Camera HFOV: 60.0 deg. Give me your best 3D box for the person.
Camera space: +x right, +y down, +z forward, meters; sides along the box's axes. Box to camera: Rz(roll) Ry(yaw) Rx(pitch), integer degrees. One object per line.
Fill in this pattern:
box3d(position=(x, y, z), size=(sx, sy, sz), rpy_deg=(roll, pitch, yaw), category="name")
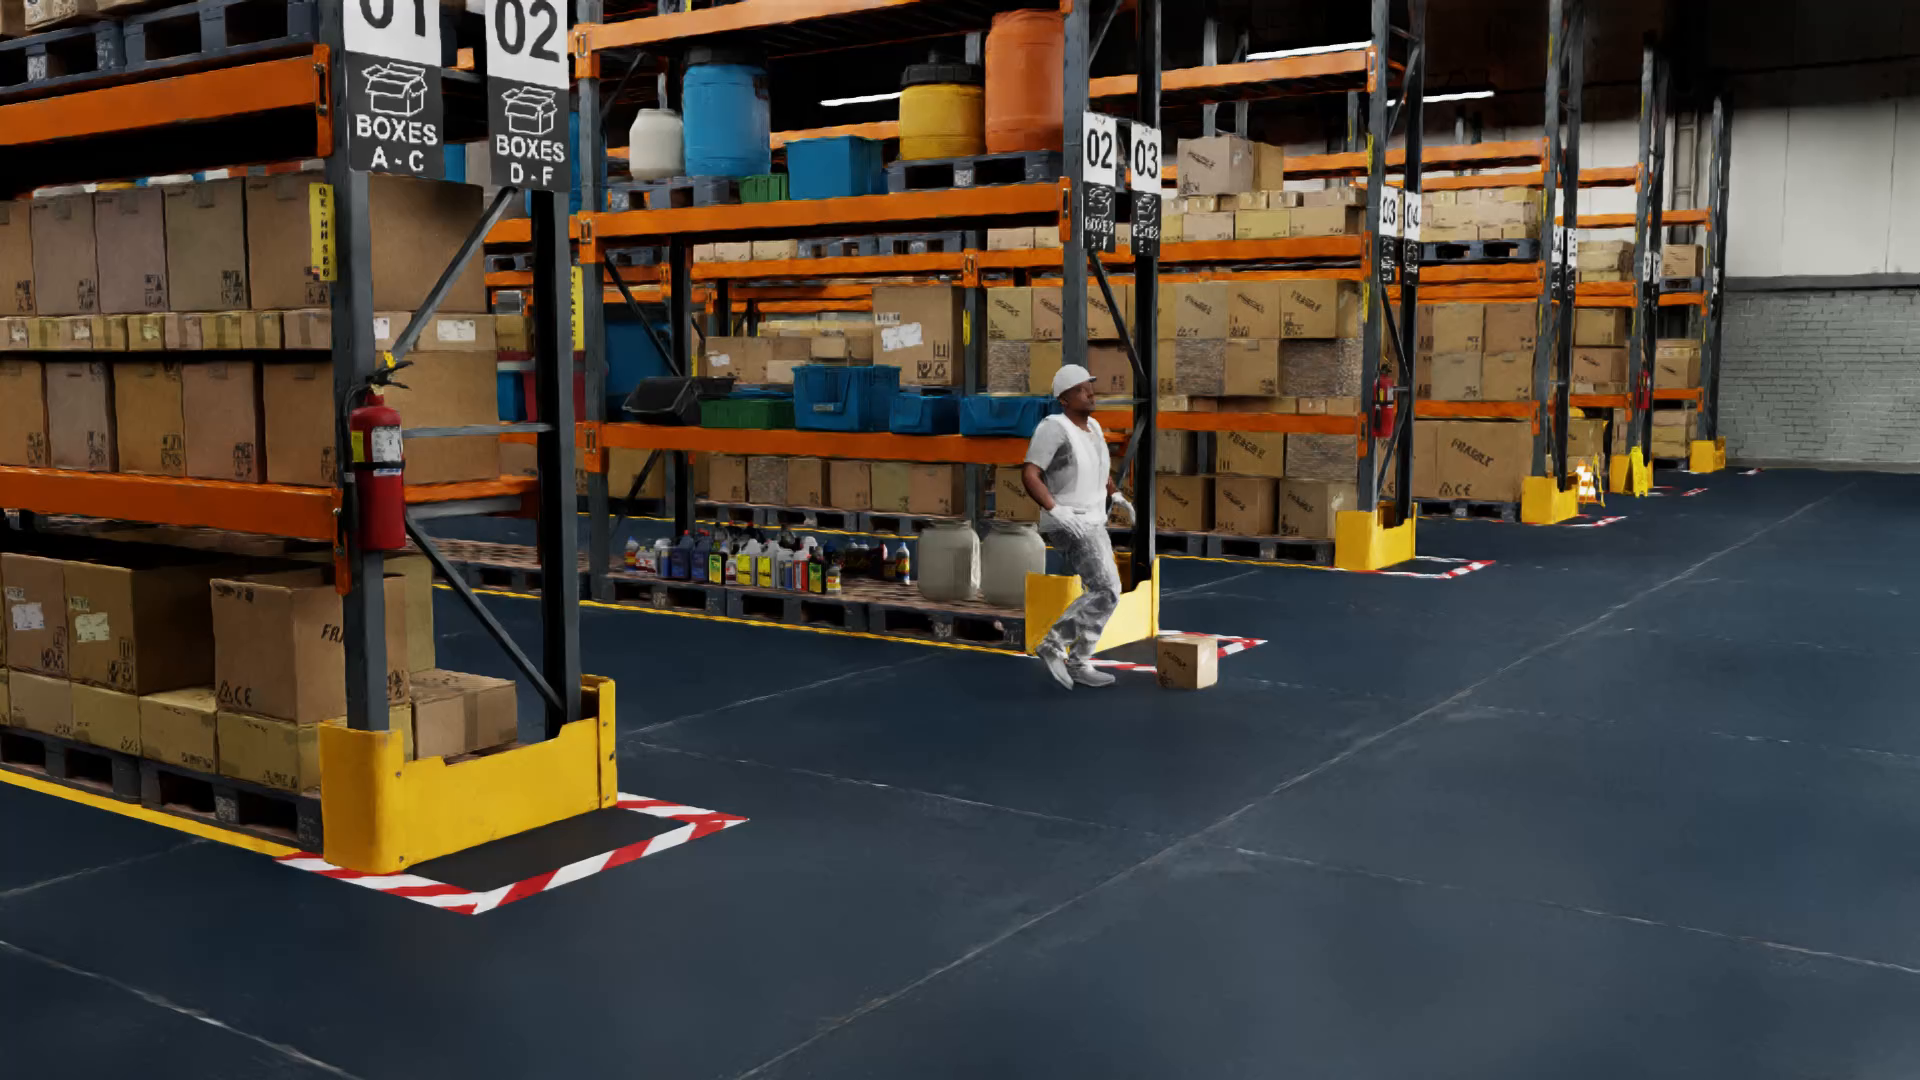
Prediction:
box3d(position=(0.676, -0.074, 8.972), size=(0.515, 1.750, 0.734), rpy_deg=(3, 7, 23), category="person")
